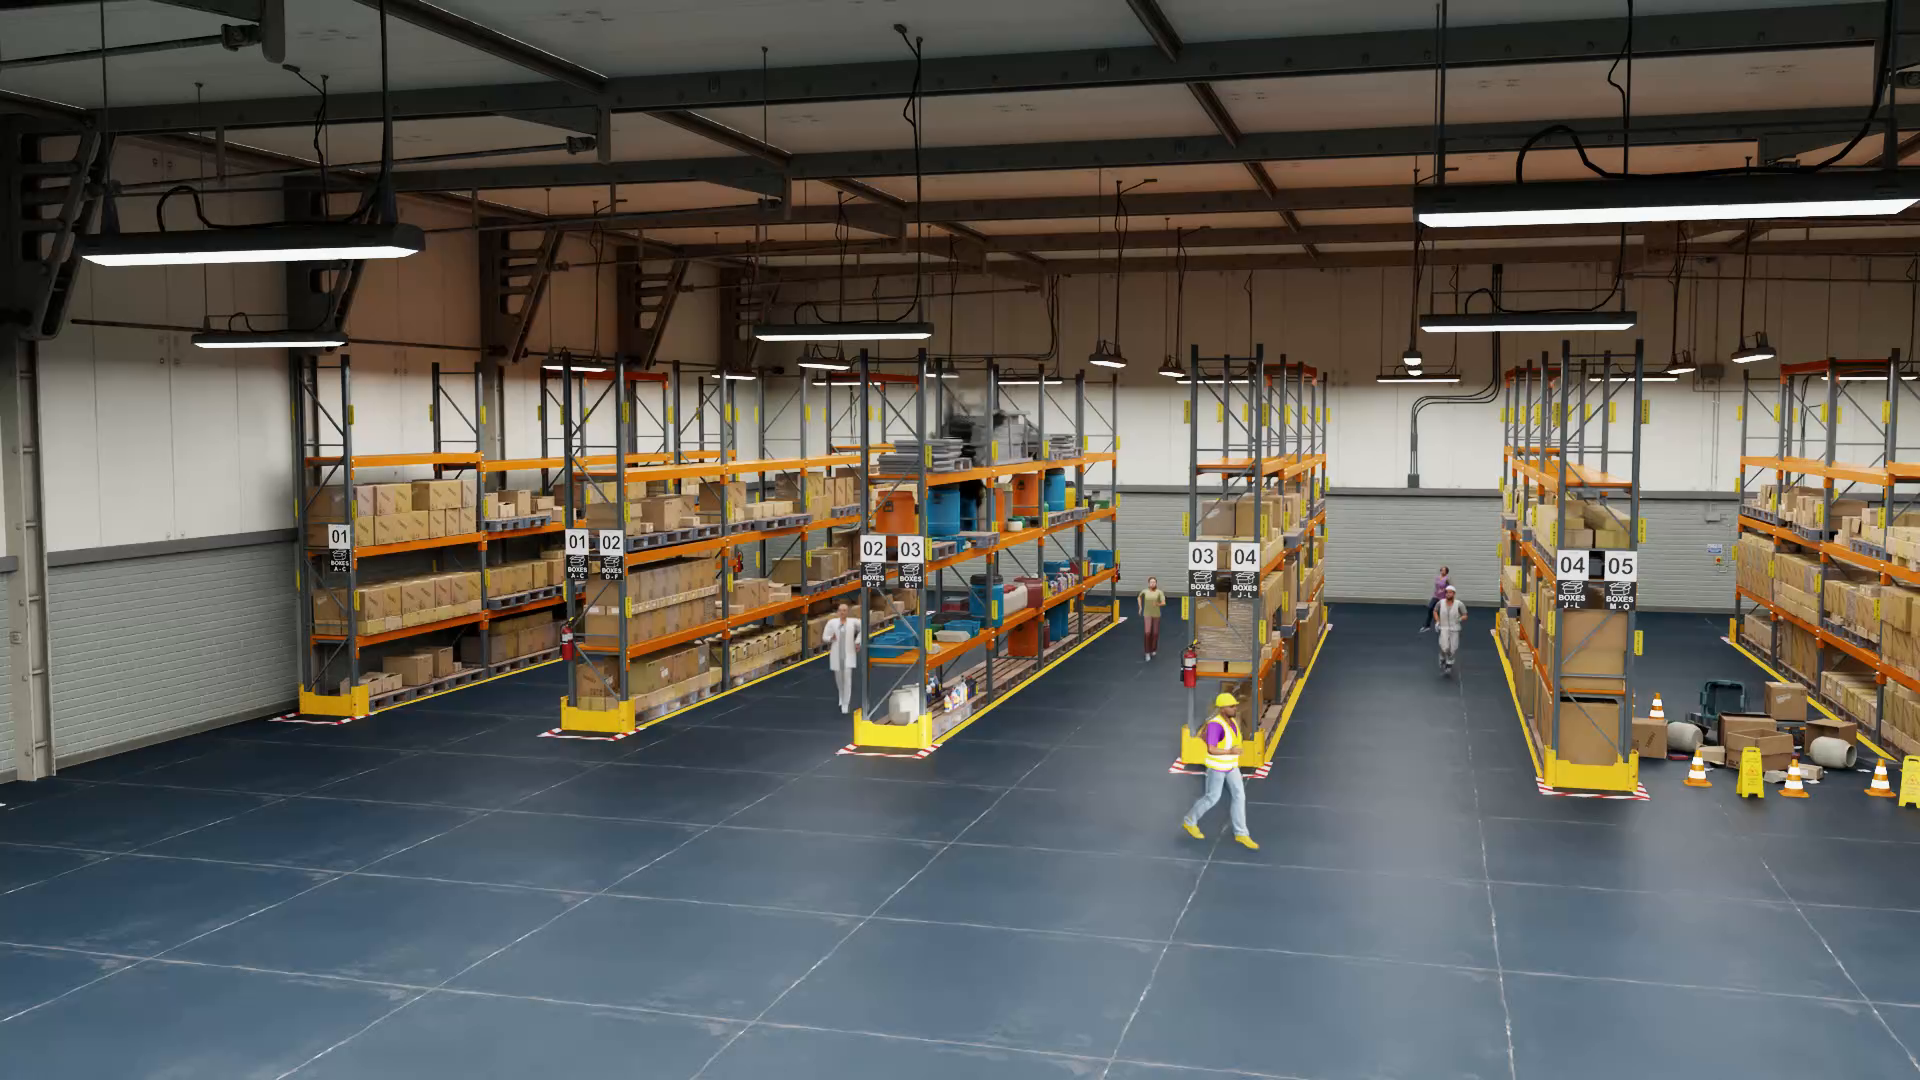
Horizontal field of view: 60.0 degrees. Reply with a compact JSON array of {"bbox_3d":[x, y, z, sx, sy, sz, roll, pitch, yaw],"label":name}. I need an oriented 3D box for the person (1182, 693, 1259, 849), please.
[{"bbox_3d":[3.024,2.657,19.322,0.935,1.781,0.654,4,6,42],"label":"person"}]

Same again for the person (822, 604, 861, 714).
[{"bbox_3d":[-1.978,1.973,28.127,0.701,1.792,0.923,0,4,4],"label":"person"}]

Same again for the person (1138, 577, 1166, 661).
[{"bbox_3d":[3.940,1.609,34.138,0.545,1.724,0.730,0,4,1],"label":"person"}]

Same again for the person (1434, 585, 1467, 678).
[{"bbox_3d":[9.316,1.748,31.616,0.624,1.770,0.666,1,4,17],"label":"person"}]

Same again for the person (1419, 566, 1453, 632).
[{"bbox_3d":[11.096,1.377,38.323,0.778,1.528,0.657,-3,5,-34],"label":"person"}]
